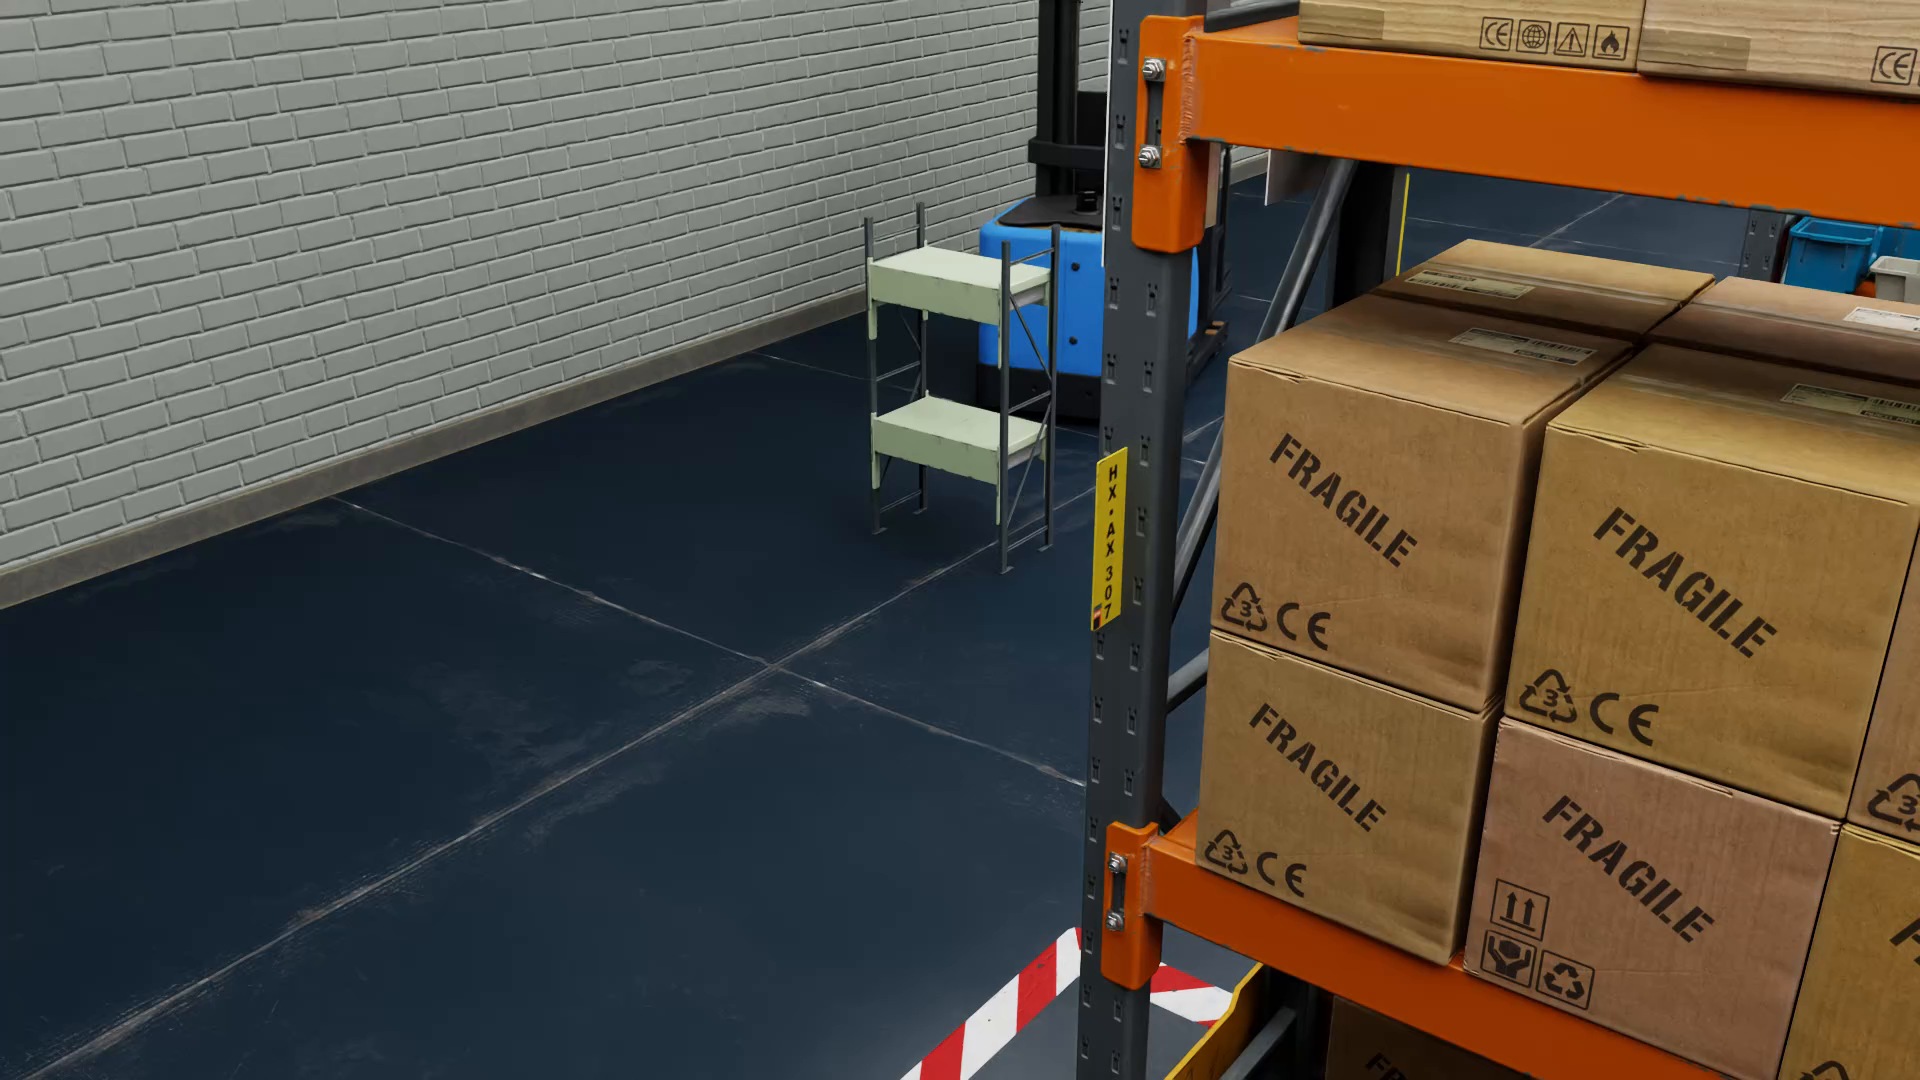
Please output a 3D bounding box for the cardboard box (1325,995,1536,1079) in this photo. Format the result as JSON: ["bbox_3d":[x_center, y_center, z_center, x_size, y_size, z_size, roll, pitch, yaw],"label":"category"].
[{"bbox_3d":[1.175,1.216,3.825,0.500,0.500,0.500,17,29,33],"label":"cardboard box"}]

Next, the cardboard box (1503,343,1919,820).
[{"bbox_3d":[1.212,0.034,2.588,0.500,0.500,0.500,17,29,34],"label":"cardboard box"}]

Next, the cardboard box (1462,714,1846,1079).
[{"bbox_3d":[1.205,0.491,2.792,0.500,0.500,0.500,16,29,33],"label":"cardboard box"}]

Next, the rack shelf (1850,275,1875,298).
[{"bbox_3d":[5.166,-0.563,6.201,4.000,0.370,1.077,17,29,33],"label":"rack shelf"}]

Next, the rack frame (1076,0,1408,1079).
[{"bbox_3d":[0.592,0.221,3.528,0.127,3.000,1.000,17,29,33],"label":"rack frame"}]

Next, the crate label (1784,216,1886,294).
[{"bbox_3d":[3.566,-1.161,6.798,0.303,0.233,0.416,17,29,33],"label":"crate label"}]

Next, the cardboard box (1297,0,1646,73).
[{"bbox_3d":[0.851,-0.877,2.485,0.500,0.250,0.500,17,29,33],"label":"cardboard box"}]

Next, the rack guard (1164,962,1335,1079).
[{"bbox_3d":[0.653,1.383,3.990,0.348,0.500,1.175,17,29,33],"label":"rack guard"}]

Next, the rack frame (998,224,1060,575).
[{"bbox_3d":[0.298,-0.596,7.243,0.023,1.500,0.400,17,29,33],"label":"rack frame"}]

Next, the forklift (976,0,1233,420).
[{"bbox_3d":[1.065,-2.535,9.869,1.130,2.935,3.031,8,25,18],"label":"forklift"}]

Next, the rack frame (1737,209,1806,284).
[{"bbox_3d":[3.566,-1.376,7.153,0.127,3.000,1.000,17,29,33],"label":"rack frame"}]

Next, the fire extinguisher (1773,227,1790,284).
[{"bbox_3d":[3.718,-1.353,7.660,0.183,0.674,0.296,17,29,33],"label":"fire extinguisher"}]

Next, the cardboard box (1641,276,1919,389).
[{"bbox_3d":[1.518,-0.141,2.987,0.500,0.500,0.500,18,29,35],"label":"cardboard box"}]

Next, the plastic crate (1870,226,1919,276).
[{"bbox_3d":[3.946,-1.399,7.087,0.499,0.435,0.616,17,29,33],"label":"plastic crate"}]

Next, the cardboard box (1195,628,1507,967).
[{"bbox_3d":[0.789,0.368,3.071,0.500,0.500,0.500,18,29,34],"label":"cardboard box"}]

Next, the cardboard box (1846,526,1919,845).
[{"bbox_3d":[1.609,0.157,2.310,0.500,0.500,0.500,17,29,34],"label":"cardboard box"}]

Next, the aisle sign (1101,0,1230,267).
[{"bbox_3d":[0.361,-0.890,2.826,0.004,0.787,0.394,17,29,33],"label":"aisle sign"}]

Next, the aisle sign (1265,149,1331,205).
[{"bbox_3d":[0.721,-1.084,3.266,0.004,0.787,0.394,17,29,33],"label":"aisle sign"}]

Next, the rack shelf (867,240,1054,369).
[{"bbox_3d":[0.005,-1.042,7.287,0.720,0.370,0.431,17,29,33],"label":"rack shelf"}]

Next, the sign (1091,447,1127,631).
[{"bbox_3d":[0.267,0.000,2.956,0.005,0.325,0.100,17,29,33],"label":"sign"}]

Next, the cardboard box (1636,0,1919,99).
[{"bbox_3d":[1.243,-0.752,2.202,0.500,0.250,0.500,17,29,33],"label":"cardboard box"}]

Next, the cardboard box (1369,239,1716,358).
[{"bbox_3d":[1.113,-0.263,3.263,0.500,0.500,0.500,17,29,33],"label":"cardboard box"}]

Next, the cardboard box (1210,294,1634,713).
[{"bbox_3d":[0.789,-0.090,2.870,0.500,0.500,0.500,18,29,35],"label":"cardboard box"}]

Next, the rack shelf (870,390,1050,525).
[{"bbox_3d":[0.005,-0.386,7.575,0.720,0.370,0.431,17,29,33],"label":"rack shelf"}]

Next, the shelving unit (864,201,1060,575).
[{"bbox_3d":[0.005,-0.685,7.444,0.755,1.500,0.431,17,29,33],"label":"shelving unit"}]

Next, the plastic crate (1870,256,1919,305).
[{"bbox_3d":[3.773,-1.013,6.581,0.298,0.136,0.250,17,29,33],"label":"plastic crate"}]

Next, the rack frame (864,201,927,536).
[{"bbox_3d":[-0.288,-0.773,7.645,0.023,1.500,0.400,17,29,33],"label":"rack frame"}]

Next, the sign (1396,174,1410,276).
[{"bbox_3d":[0.941,-0.628,3.626,0.005,0.325,0.100,17,29,33],"label":"sign"}]

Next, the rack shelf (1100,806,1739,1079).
[{"bbox_3d":[2.192,1.034,2.575,4.000,0.370,1.077,17,29,33],"label":"rack shelf"}]

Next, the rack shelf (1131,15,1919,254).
[{"bbox_3d":[2.192,-0.339,1.971,4.000,0.370,1.077,17,29,33],"label":"rack shelf"}]

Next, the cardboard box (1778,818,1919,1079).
[{"bbox_3d":[1.605,0.613,2.514,0.500,0.500,0.500,17,29,33],"label":"cardboard box"}]
